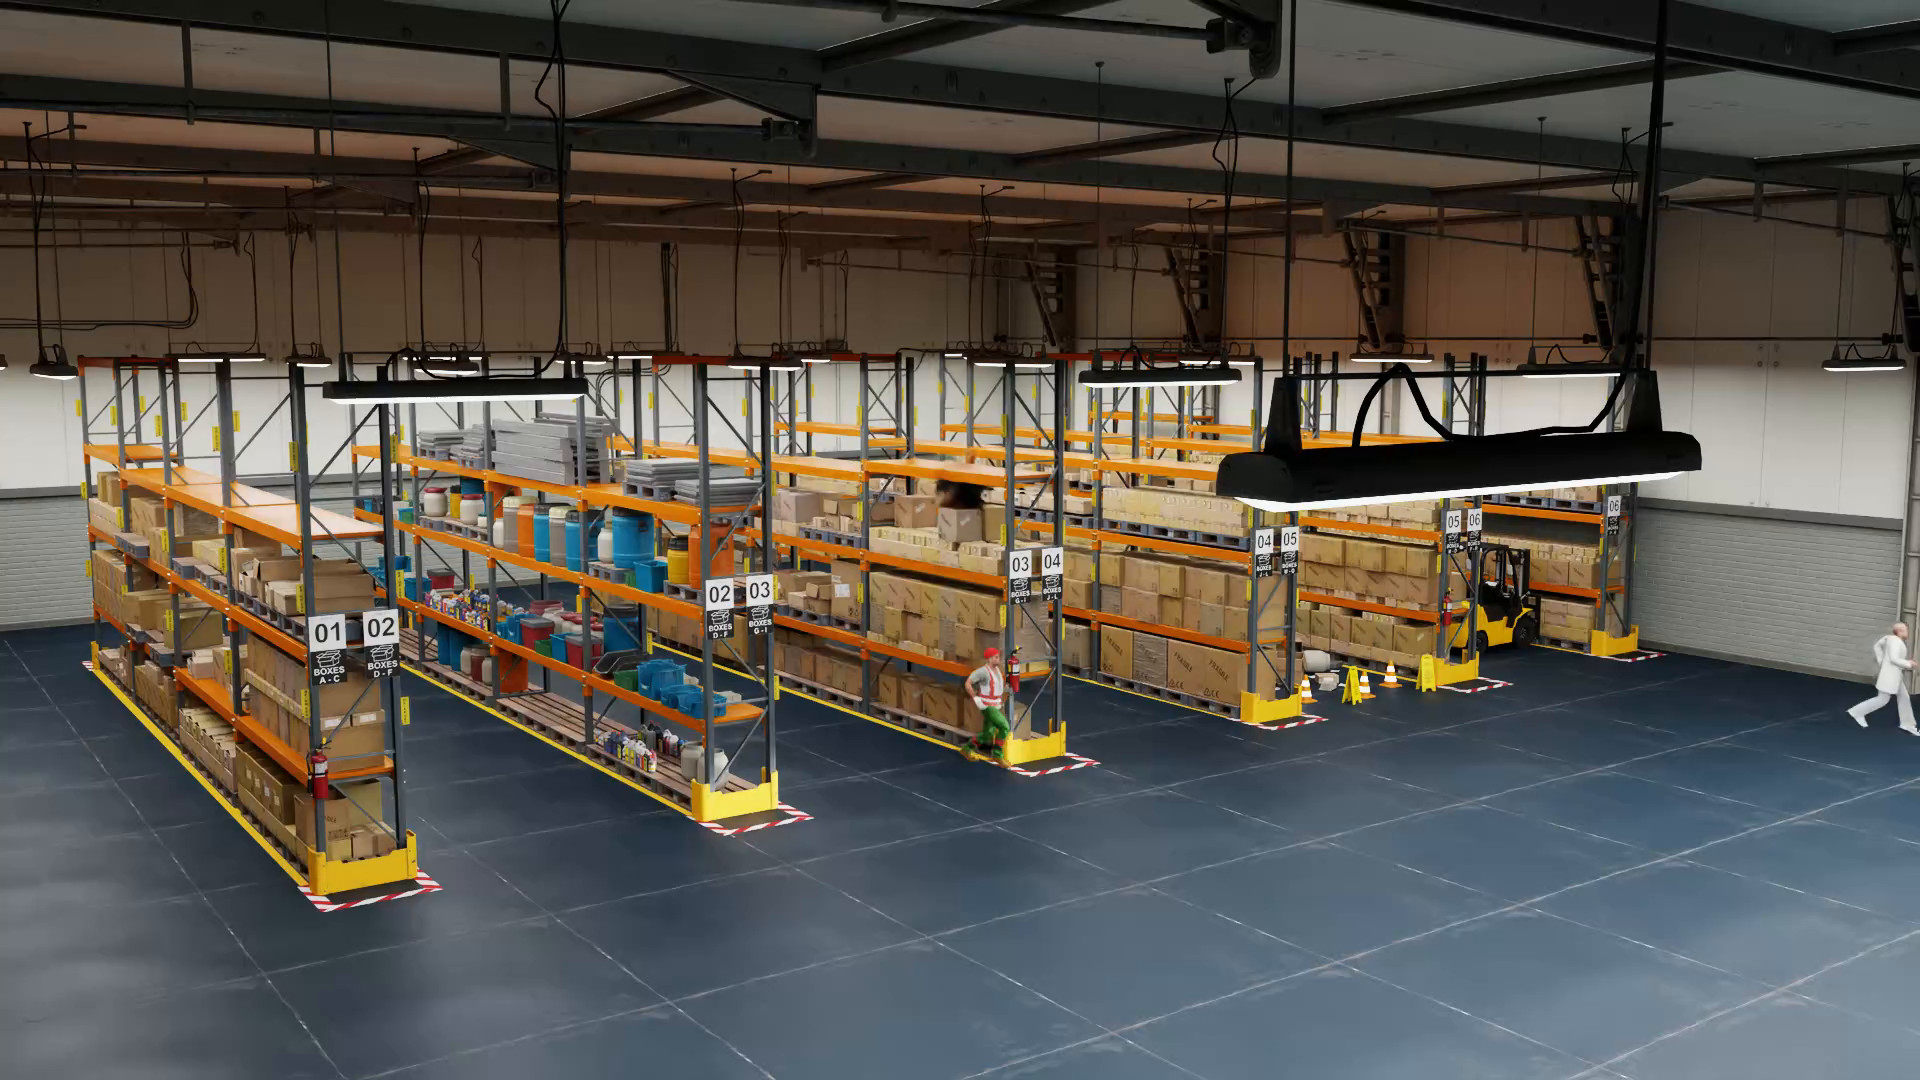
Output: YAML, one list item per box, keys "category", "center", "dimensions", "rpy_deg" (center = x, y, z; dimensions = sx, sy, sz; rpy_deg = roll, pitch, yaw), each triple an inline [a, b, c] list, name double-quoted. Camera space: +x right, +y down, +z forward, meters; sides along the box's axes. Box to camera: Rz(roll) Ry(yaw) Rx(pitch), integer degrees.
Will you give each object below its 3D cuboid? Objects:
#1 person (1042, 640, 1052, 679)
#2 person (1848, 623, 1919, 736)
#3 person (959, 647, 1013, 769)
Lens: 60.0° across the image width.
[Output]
- category: "person"
  center: [1.236, 1.709, 29.871]
  dimensions: [0.696, 1.682, 0.886]
  rpy_deg: [-7, 10, -44]
- category: "person"
  center: [14.923, 2.217, 26.709]
  dimensions: [1.105, 1.795, 0.738]
  rpy_deg: [3, 8, 24]
- category: "person"
  center: [0.414, 2.378, 23.980]
  dimensions: [0.885, 1.682, 0.673]
  rpy_deg: [4, 8, 28]
